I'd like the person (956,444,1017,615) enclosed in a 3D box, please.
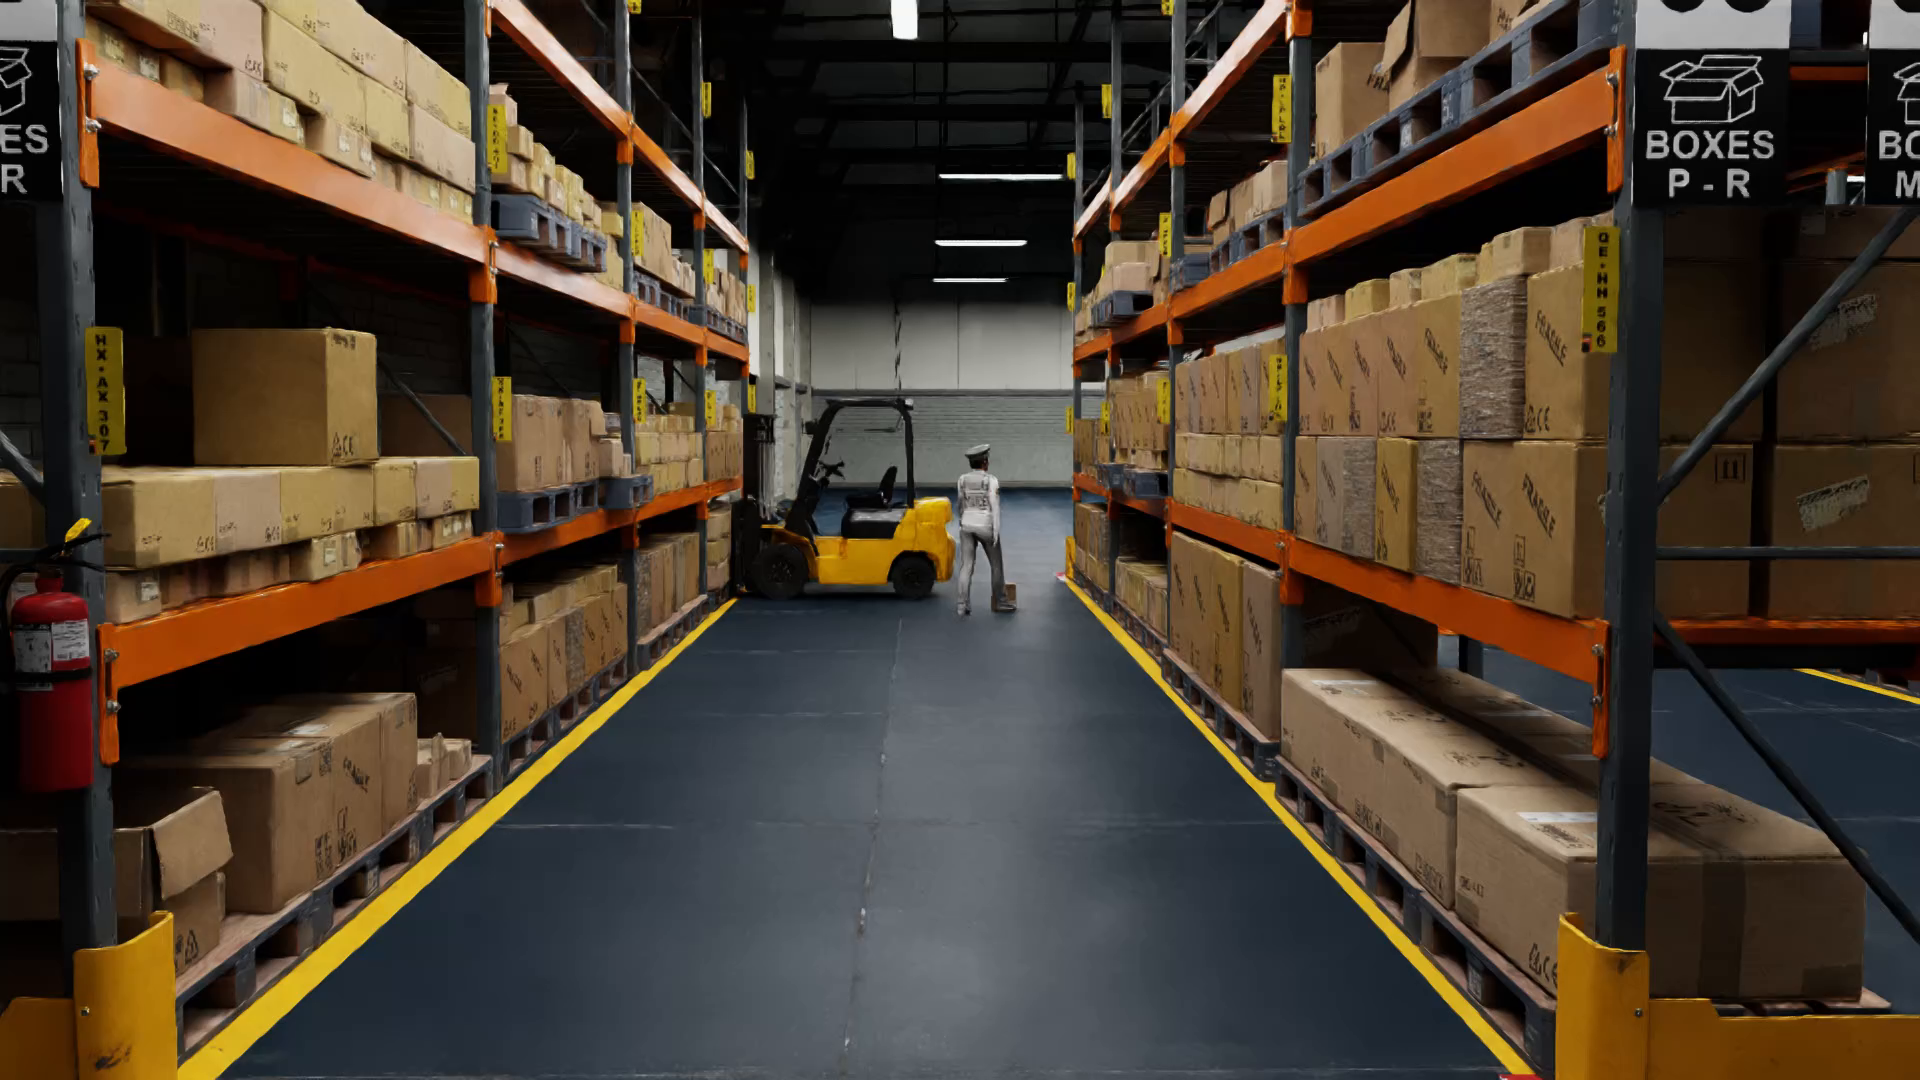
[{"bbox_3d":[0.231,-0.110,16.259,0.529,1.656,0.854,2,4,24],"label":"person"}]
